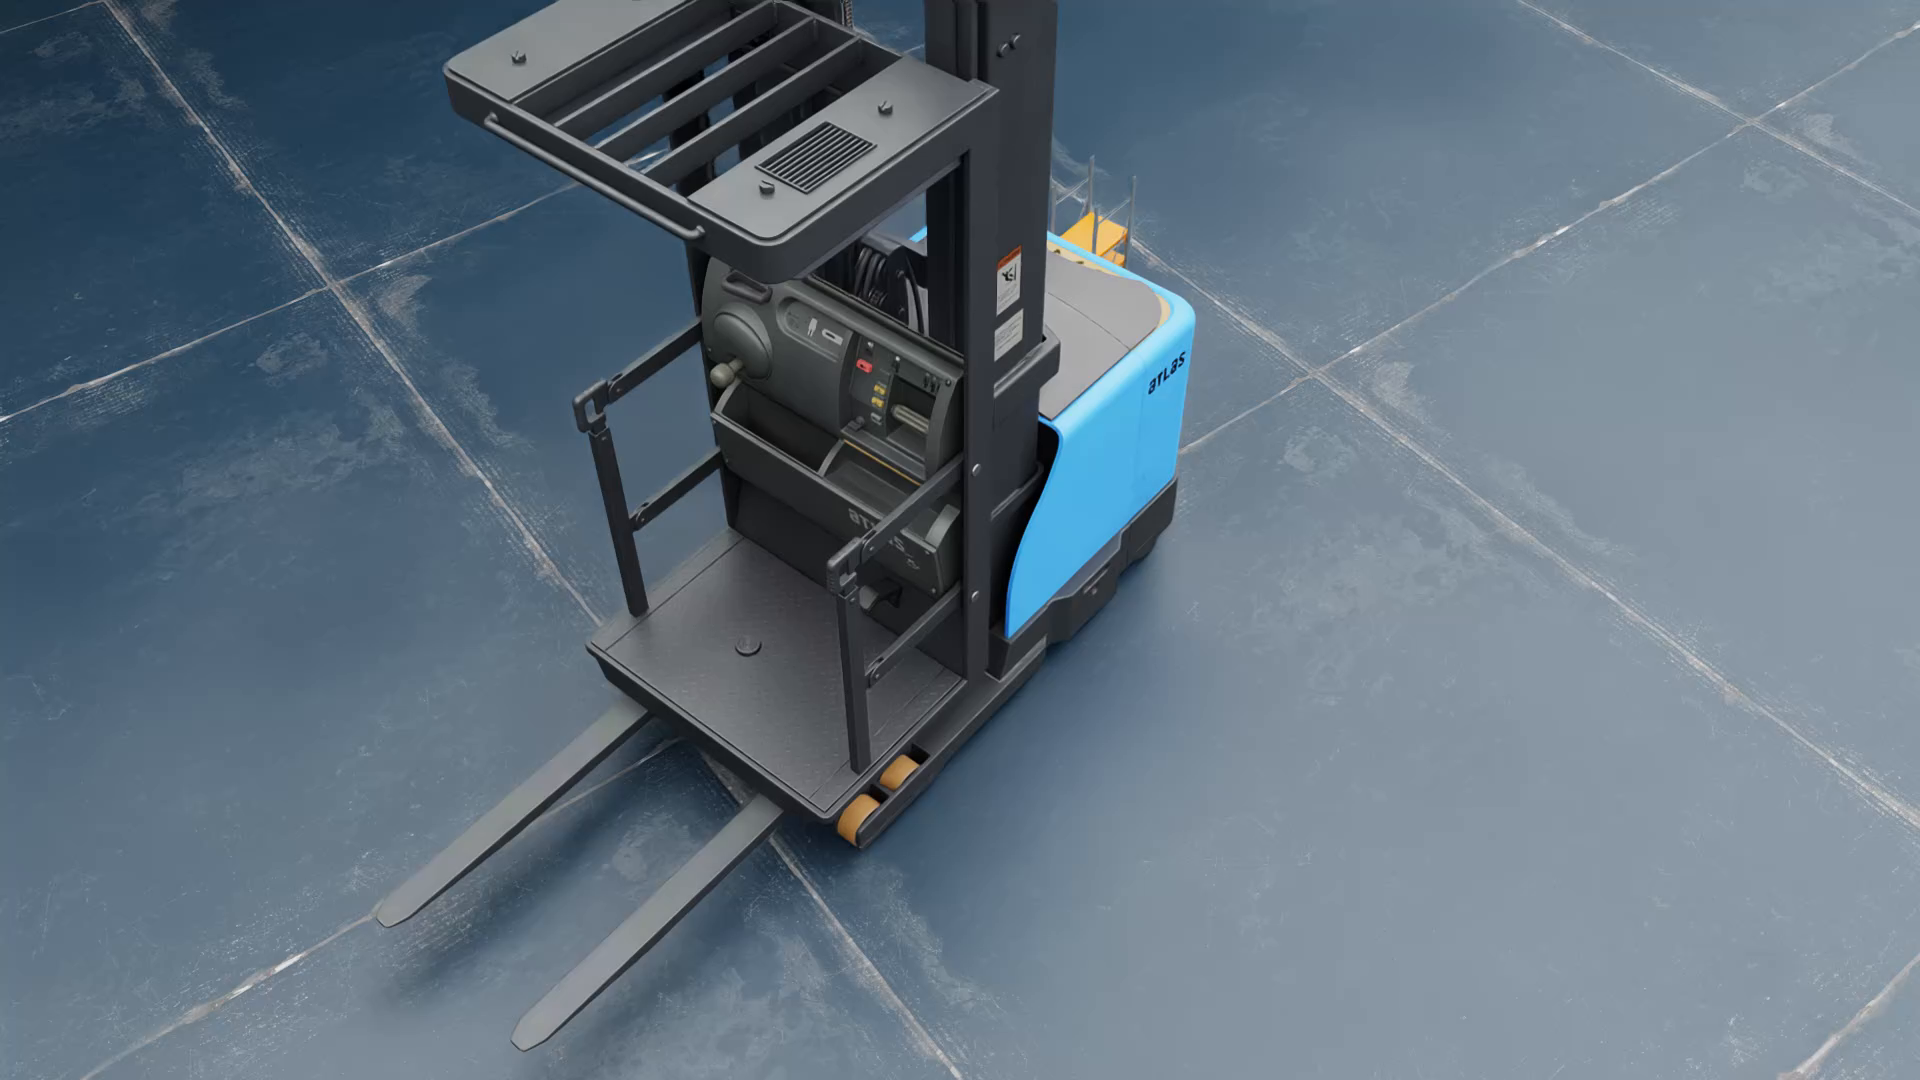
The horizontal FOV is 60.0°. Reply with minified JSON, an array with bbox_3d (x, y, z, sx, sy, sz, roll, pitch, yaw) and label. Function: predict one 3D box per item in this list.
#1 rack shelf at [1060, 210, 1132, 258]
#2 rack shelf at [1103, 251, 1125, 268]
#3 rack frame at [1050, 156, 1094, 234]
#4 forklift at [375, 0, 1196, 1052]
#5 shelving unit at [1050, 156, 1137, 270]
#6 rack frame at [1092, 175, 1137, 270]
[{"bbox_3d":[0.466,-1.051,5.967,0.180,0.103,0.258,31,55,25],"label":"rack shelf"},{"bbox_3d":[0.466,-0.970,6.056,0.180,0.103,0.258,31,55,25],"label":"rack shelf"},{"bbox_3d":[0.395,-0.882,6.239,0.006,1.200,0.240,31,55,25],"label":"rack frame"},{"bbox_3d":[-0.521,-0.427,4.658,1.130,2.935,3.031,31,55,25],"label":"forklift"},{"bbox_3d":[0.465,-0.839,6.200,0.189,1.200,0.258,31,55,25],"label":"shelving unit"},{"bbox_3d":[0.536,-0.796,6.162,0.006,1.200,0.240,31,55,25],"label":"rack frame"}]
